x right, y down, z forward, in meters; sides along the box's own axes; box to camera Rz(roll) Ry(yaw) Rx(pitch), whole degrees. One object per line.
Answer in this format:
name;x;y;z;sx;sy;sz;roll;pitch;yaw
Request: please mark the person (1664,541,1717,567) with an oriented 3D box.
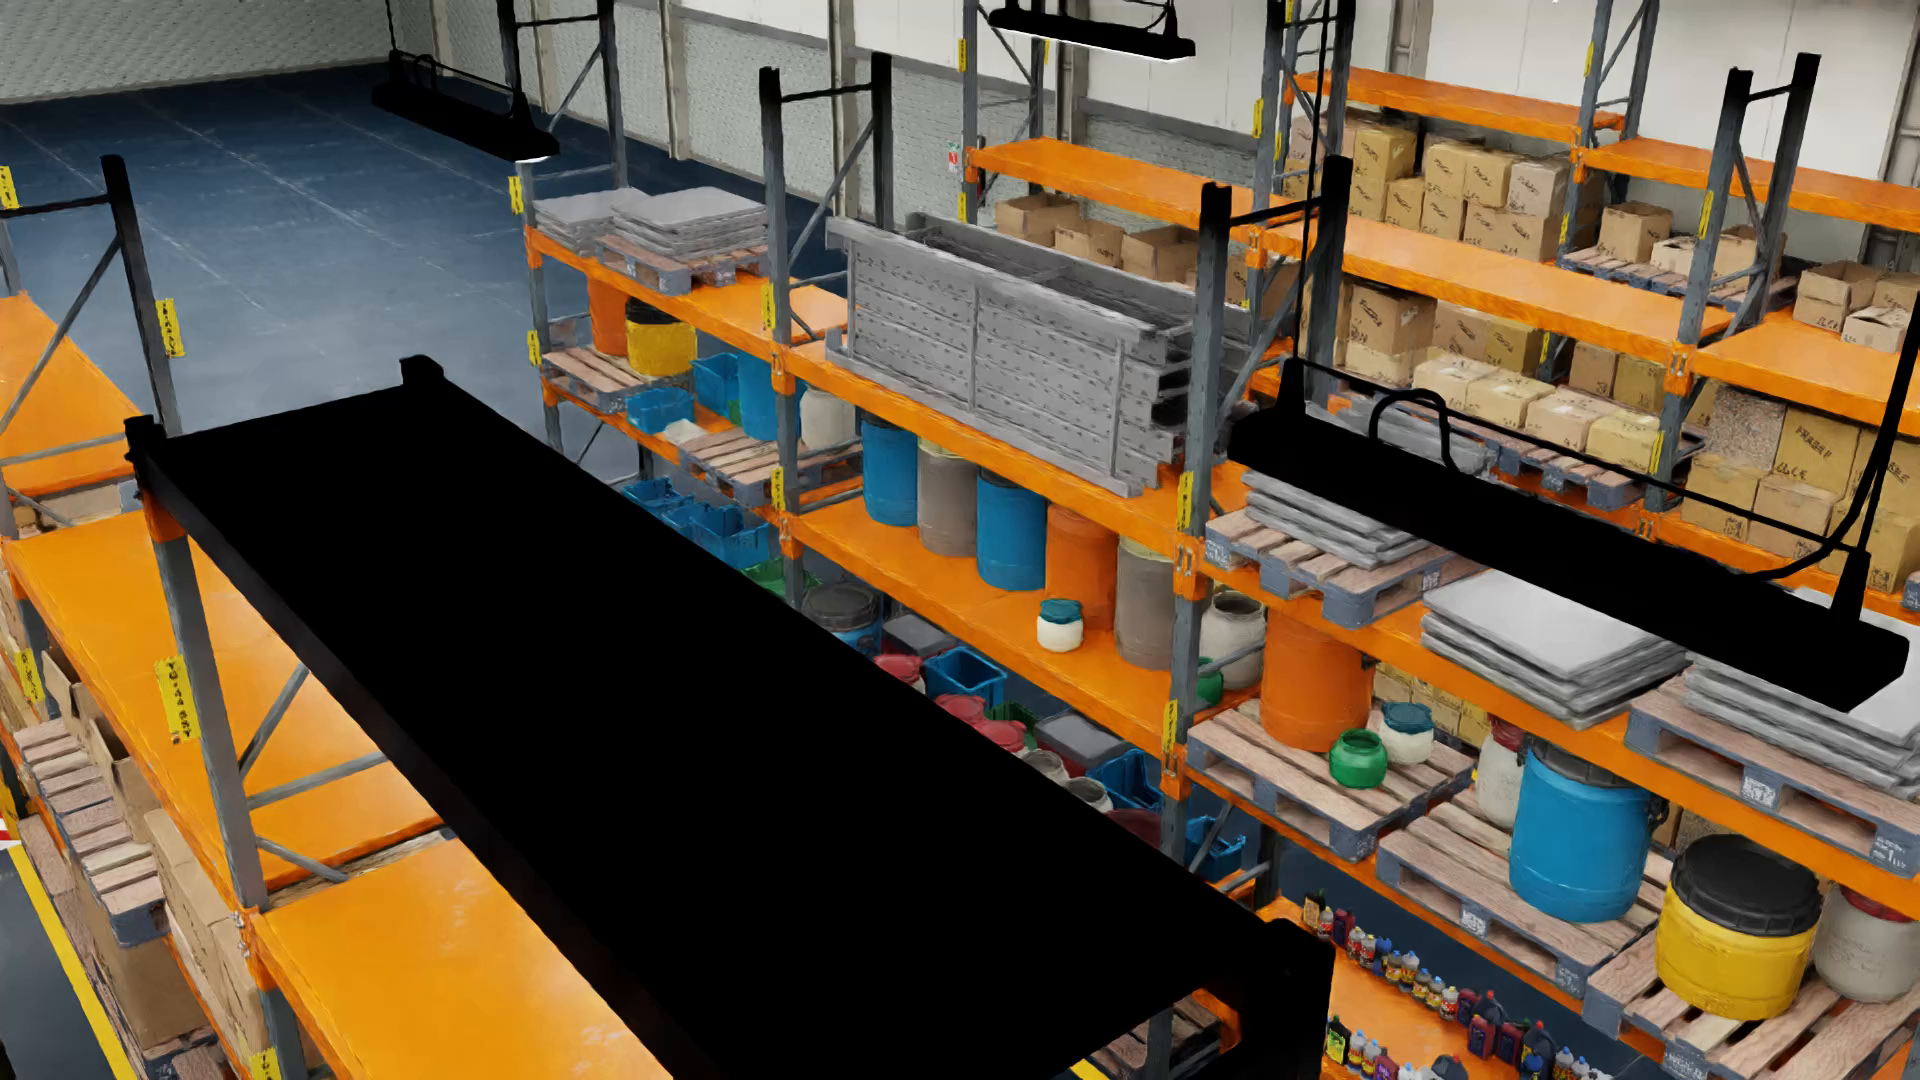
person;7.144;0.085;16.263;0.999;1.567;0.478;22;34;38
